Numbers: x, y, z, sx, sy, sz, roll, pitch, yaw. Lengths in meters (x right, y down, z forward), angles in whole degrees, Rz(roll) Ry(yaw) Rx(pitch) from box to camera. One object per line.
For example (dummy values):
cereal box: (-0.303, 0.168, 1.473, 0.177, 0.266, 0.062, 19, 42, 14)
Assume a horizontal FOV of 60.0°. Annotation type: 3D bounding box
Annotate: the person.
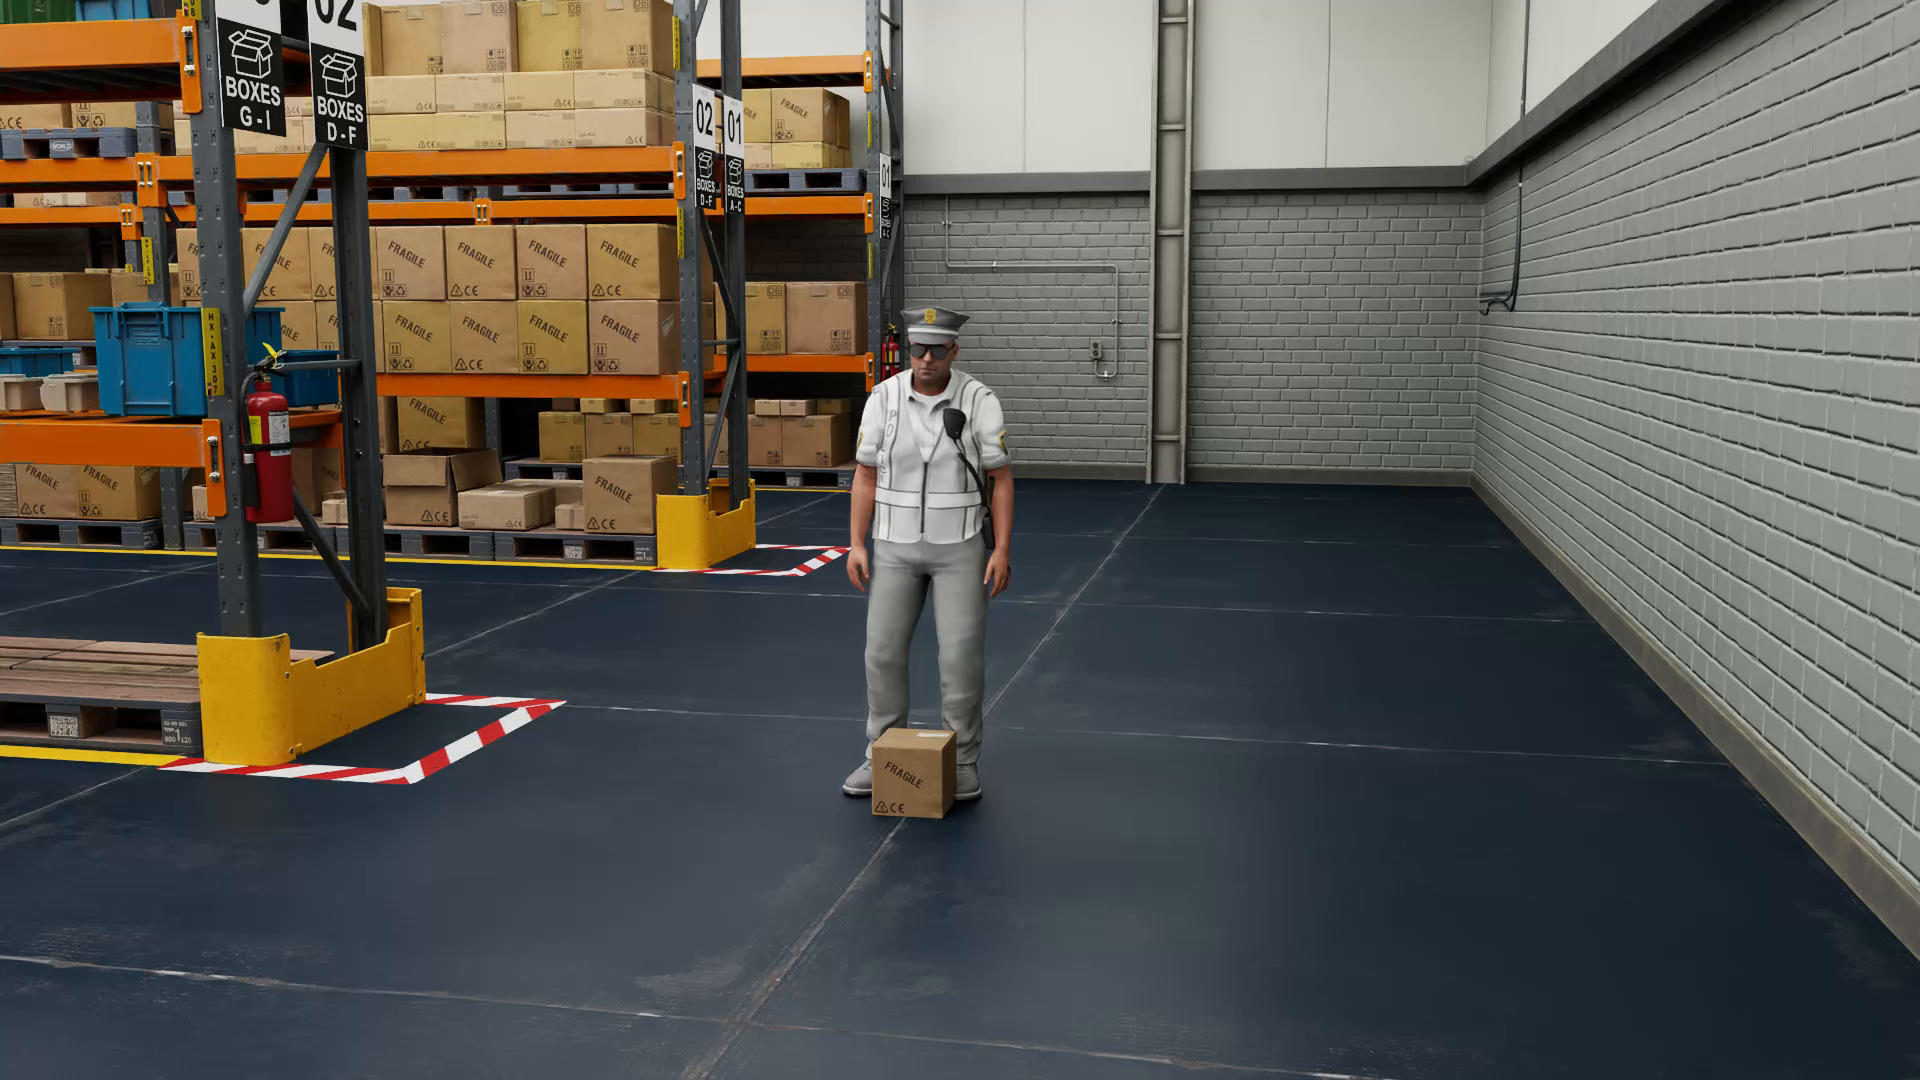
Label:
person: (-0.109, 0.038, 6.007, 0.593, 1.748, 0.435, 1, 8, 10)
